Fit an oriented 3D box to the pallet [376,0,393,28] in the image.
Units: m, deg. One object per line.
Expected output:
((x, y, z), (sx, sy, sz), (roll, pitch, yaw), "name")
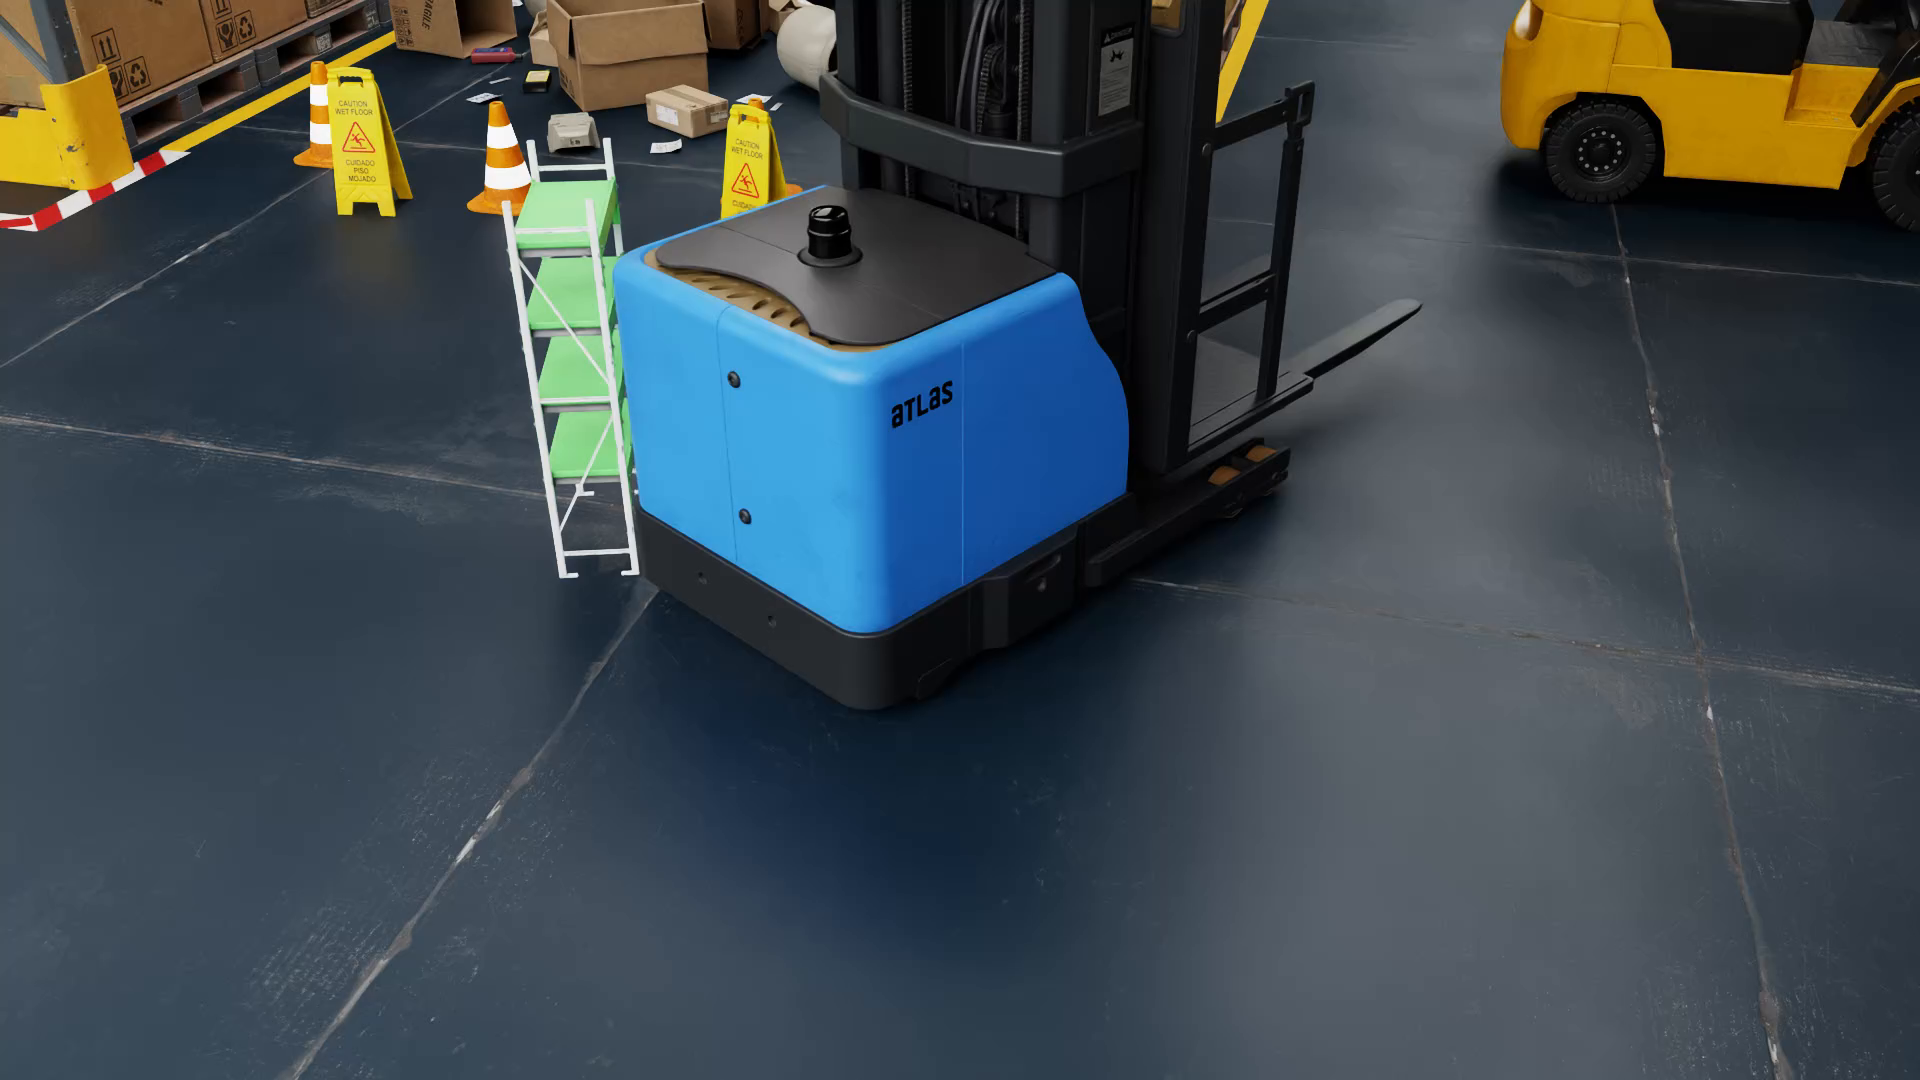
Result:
((-3.853, -3.603, 10.721), (1.003, 0.211, 1.213), (8, 33, 12), "pallet")

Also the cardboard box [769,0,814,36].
((-1.054, -3.258, 10.127), (0.258, 0.266, 0.396), (-14, 35, -21), "cardboard box")

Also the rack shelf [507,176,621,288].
((-1.121, -0.881, 4.741), (0.258, 0.148, 0.480), (-3, 33, -4), "rack shelf")

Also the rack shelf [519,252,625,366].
((-1.121, -0.678, 4.870), (0.258, 0.148, 0.480), (-3, 33, -4), "rack shelf")

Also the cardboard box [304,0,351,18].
((-4.037, -3.659, 9.799), (0.875, 0.875, 0.875), (8, 33, 13), "cardboard box")

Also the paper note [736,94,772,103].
((-1.111, -2.390, 8.992), (0.148, 0.019, 0.142), (20, 38, 29), "paper note")

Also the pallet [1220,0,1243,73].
((1.093, -3.012, 9.791), (1.003, 0.211, 1.213), (8, 33, 12), "pallet")

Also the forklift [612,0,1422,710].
((0.438, -1.479, 4.844), (1.130, 2.935, 3.031), (28, 42, 36), "forklift")

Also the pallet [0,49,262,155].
((-4.472, -2.337, 8.729), (1.003, 0.211, 1.213), (8, 33, 12), "pallet")

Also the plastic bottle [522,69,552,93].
((-2.334, -2.546, 9.198), (0.133, 0.061, 0.283), (-3, 33, -4), "plastic bottle")

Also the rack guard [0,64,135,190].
((-4.606, -2.021, 7.962), (1.175, 0.500, 0.348), (8, 33, 12), "rack guard")

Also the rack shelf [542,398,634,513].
((-1.121, -0.273, 5.128), (0.258, 0.148, 0.480), (-3, 33, -4), "rack shelf")

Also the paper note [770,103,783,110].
((-0.980, -2.316, 8.883), (0.032, 0.001, 0.123), (8, 33, 12), "paper note")

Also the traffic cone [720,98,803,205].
((-0.925, -1.795, 7.642), (0.336, 0.463, 0.334), (8, 33, 12), "traffic cone")

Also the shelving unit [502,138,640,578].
((-1.121, -0.530, 4.965), (0.258, 1.200, 0.503), (-3, 33, -4), "shelving unit")

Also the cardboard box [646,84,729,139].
((-1.408, -2.218, 8.600), (0.380, 0.149, 0.250), (28, 42, 36), "cardboard box")

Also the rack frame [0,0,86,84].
((-4.600, -3.088, 7.311), (1.000, 3.000, 0.127), (8, 33, 12), "rack frame")

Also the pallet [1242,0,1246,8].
((1.425, -3.770, 10.983), (1.003, 0.211, 1.213), (8, 33, 12), "pallet")

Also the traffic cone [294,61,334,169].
((-3.091, -2.100, 8.121), (0.336, 0.463, 0.334), (8, 33, 12), "traffic cone")

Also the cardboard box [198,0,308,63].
((-4.270, -3.186, 9.055), (0.875, 0.875, 0.875), (8, 33, 12), "cardboard box")

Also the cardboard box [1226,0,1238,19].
((1.339, -3.216, 9.684), (0.500, 0.250, 0.500), (10, 34, 15), "cardboard box")

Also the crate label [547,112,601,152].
((-1.945, -2.048, 8.344), (0.250, 0.136, 0.298), (-8, 33, -13), "crate label")

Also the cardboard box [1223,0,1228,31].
((1.213, -2.938, 9.247), (0.500, 0.250, 0.500), (7, 33, 11), "cardboard box")

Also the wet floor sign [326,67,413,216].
((-2.692, -1.810, 7.495), (0.267, 0.644, 0.232), (3, 33, 4), "wet floor sign")

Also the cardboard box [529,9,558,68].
((-2.239, -2.867, 9.512), (0.396, 0.266, 0.258), (14, 35, 21), "cardboard box")

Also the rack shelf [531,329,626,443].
((-1.121, -0.476, 4.999), (0.258, 0.148, 0.480), (-3, 33, -4), "rack shelf")

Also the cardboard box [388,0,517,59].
((-2.986, -3.164, 9.759), (0.500, 0.500, 0.500), (14, 35, 21), "cardboard box")

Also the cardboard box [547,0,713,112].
((-1.789, -2.669, 8.979), (0.797, 0.503, 0.637), (-14, 35, -21), "cardboard box")

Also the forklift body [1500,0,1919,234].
((3.733, -2.667, 7.440), (2.313, 2.155, 1.214), (8, 33, 12), "forklift body")

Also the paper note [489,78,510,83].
((-2.566, -2.561, 9.269), (0.032, 0.001, 0.123), (28, 42, 36), "paper note")

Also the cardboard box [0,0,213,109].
((-4.492, -2.729, 8.336), (0.875, 0.875, 0.875), (8, 33, 13), "cardboard box")

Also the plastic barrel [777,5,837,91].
((-0.726, -2.657, 9.035), (0.421, 0.421, 0.512), (-21, 38, -29), "plastic barrel")

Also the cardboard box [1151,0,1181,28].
((0.692, -2.193, 7.376), (0.500, 0.500, 0.500), (7, 33, 11), "cardboard box")

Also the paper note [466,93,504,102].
((-2.570, -2.395, 8.991), (0.144, 0.017, 0.142), (20, 38, 29), "paper note")

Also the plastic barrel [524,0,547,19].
((-2.389, -3.279, 10.013), (0.421, 0.421, 0.512), (-21, 38, -29), "plastic barrel")

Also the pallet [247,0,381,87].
((-4.161, -2.968, 9.722), (1.003, 0.211, 1.213), (8, 33, 12), "pallet")

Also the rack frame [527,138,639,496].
((-1.141, -0.660, 5.170), (0.240, 1.200, 0.015), (-3, 33, -4), "rack frame")

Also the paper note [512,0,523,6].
((-2.879, -3.439, 10.630), (0.147, 0.020, 0.142), (-14, 35, -21), "paper note")

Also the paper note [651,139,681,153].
((-1.472, -1.975, 8.328), (0.148, 0.019, 0.142), (-3, 33, -4), "paper note")

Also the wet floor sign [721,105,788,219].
((-0.869, -1.520, 7.039), (0.267, 0.644, 0.232), (20, 38, 29), "wet floor sign")

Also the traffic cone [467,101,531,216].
((-2.085, -1.769, 7.602), (0.336, 0.463, 0.334), (8, 33, 12), "traffic cone")

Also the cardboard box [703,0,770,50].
((-1.560, -3.213, 9.708), (0.797, 0.637, 0.503), (8, 33, 12), "cardboard box")

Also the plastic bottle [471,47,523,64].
((-2.665, -2.795, 9.590), (0.283, 0.061, 0.133), (-3, 33, -4), "plastic bottle")

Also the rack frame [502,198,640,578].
((-1.100, -0.399, 4.759), (0.240, 1.200, 0.015), (-3, 33, -4), "rack frame")
